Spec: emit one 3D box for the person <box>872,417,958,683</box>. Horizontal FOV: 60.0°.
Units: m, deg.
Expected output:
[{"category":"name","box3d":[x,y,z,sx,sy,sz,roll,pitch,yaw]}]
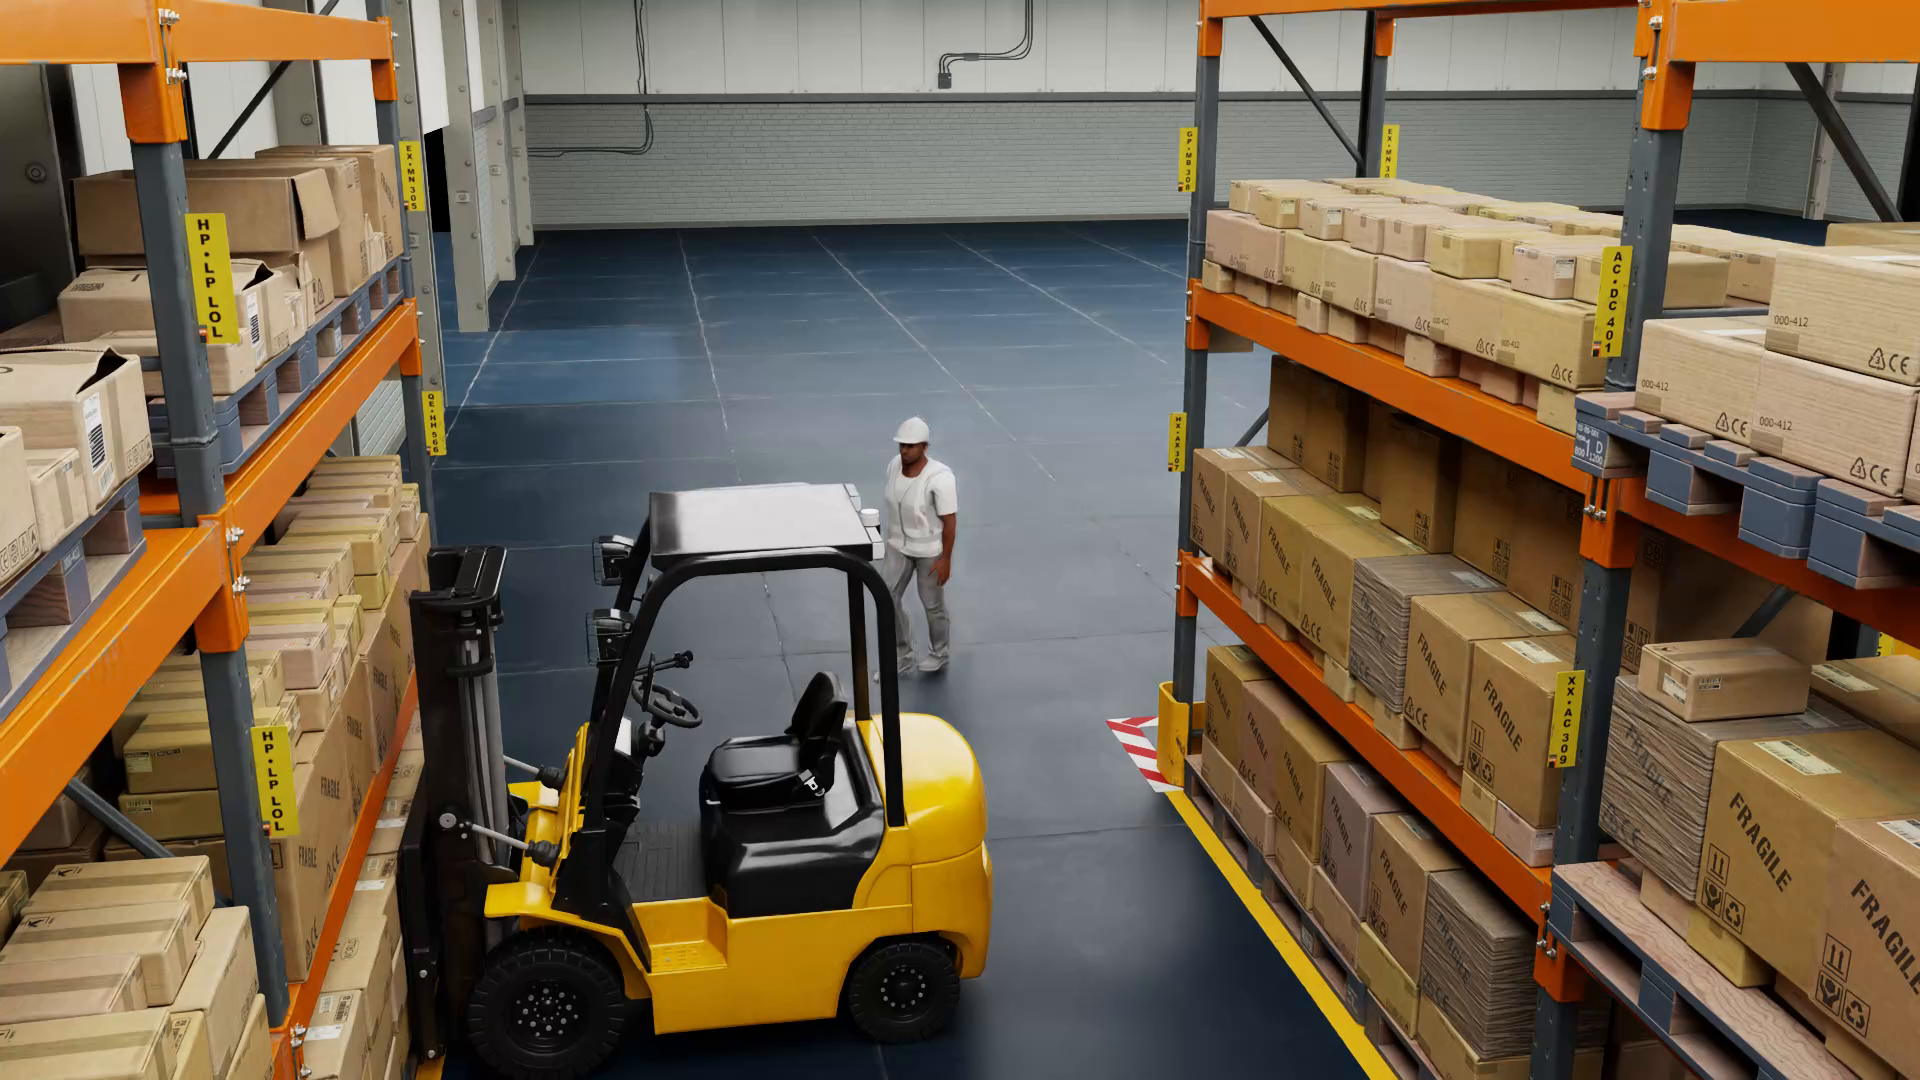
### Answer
[{"category":"person","box3d":[-0.249,0.066,10.782,0.606,1.783,0.564,10,19,32]}]
